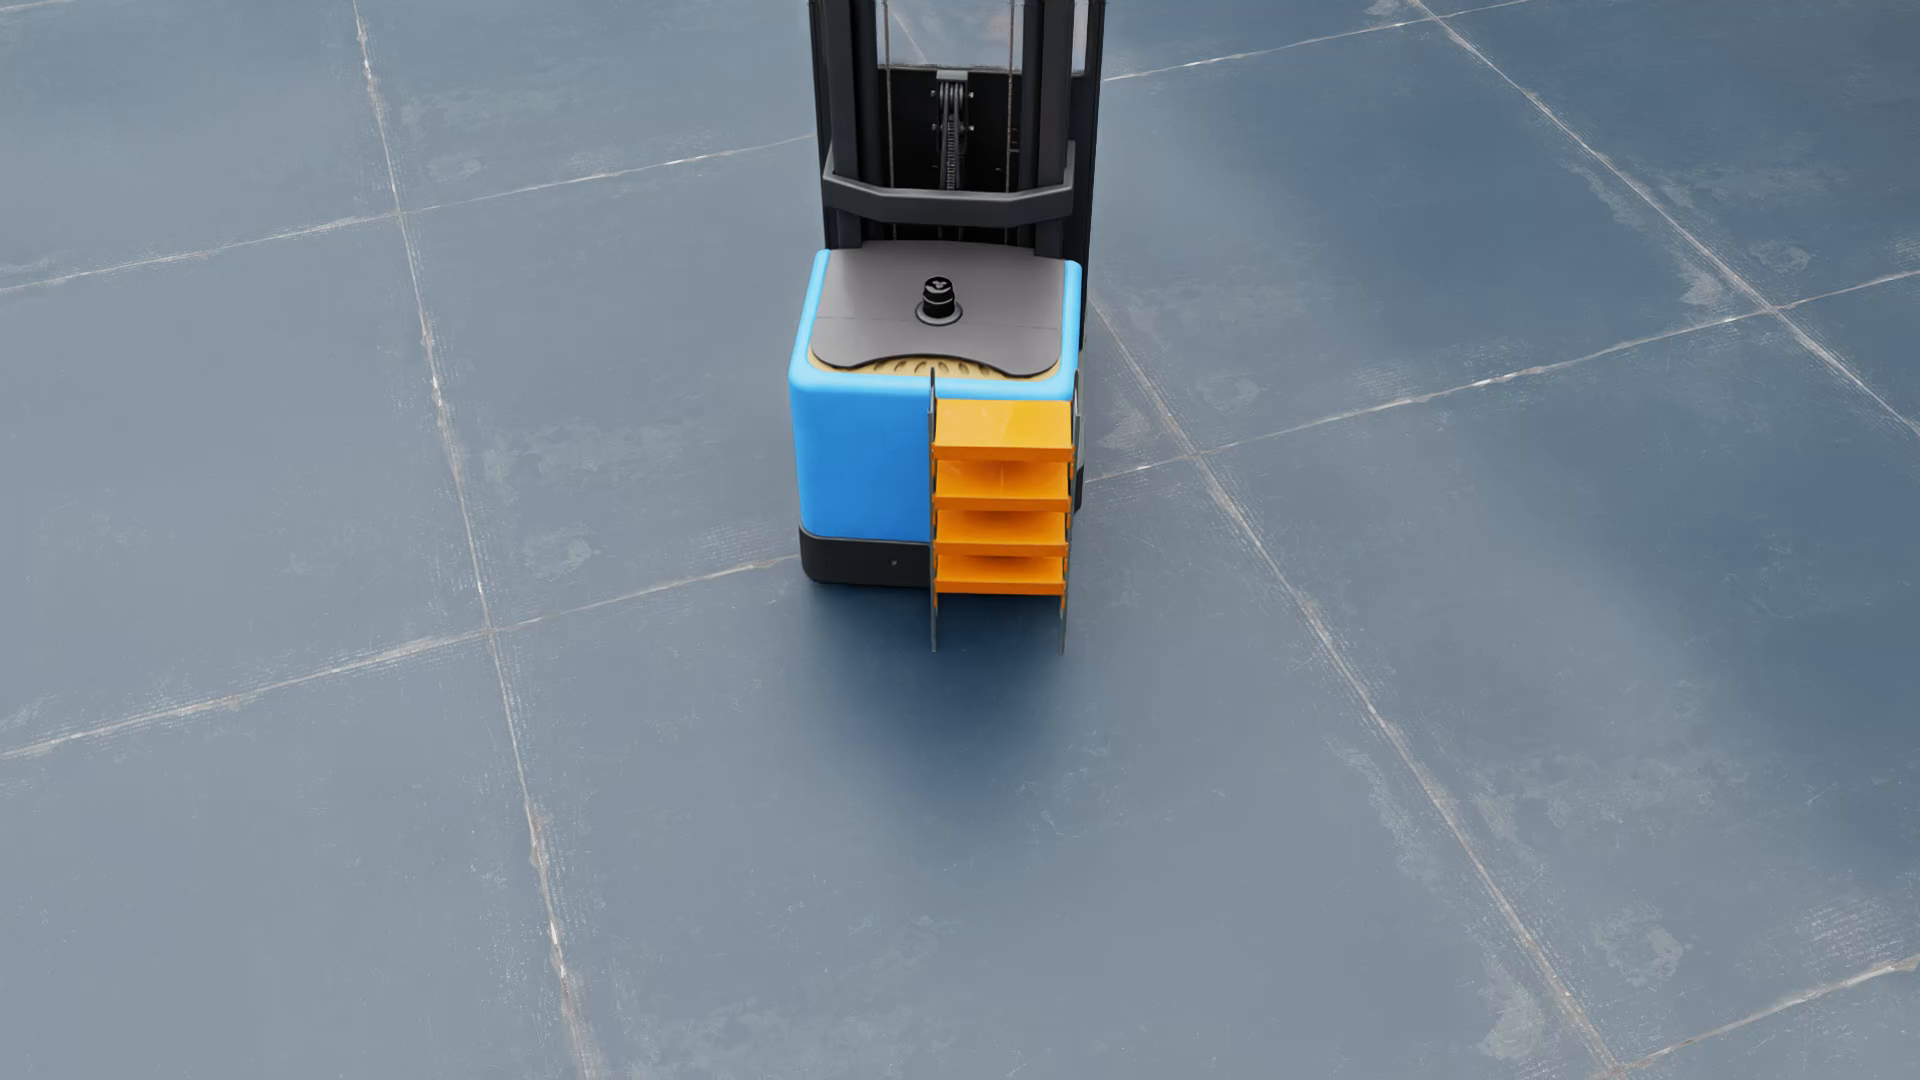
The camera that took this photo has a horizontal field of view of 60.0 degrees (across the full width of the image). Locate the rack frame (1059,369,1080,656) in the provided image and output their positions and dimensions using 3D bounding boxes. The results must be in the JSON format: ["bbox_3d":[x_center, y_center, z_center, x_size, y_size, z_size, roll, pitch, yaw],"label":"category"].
[{"bbox_3d":[0.392,-0.070,5.973,0.015,1.200,0.240,1,45,1],"label":"rack frame"}]

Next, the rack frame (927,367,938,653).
[{"bbox_3d":[-0.096,-0.080,5.983,0.015,1.200,0.240,1,45,1],"label":"rack frame"}]

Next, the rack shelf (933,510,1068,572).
[{"bbox_3d":[0.148,-0.028,6.025,0.480,0.148,0.258,1,45,1],"label":"rack shelf"}]

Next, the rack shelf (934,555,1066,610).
[{"bbox_3d":[0.148,0.113,6.166,0.480,0.148,0.258,1,45,1],"label":"rack shelf"}]

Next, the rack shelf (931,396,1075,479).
[{"bbox_3d":[0.148,-0.352,5.699,0.480,0.148,0.258,1,45,1],"label":"rack shelf"}]

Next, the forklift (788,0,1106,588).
[{"bbox_3d":[0.008,-1.866,6.541,1.130,2.935,3.031,3,45,3],"label":"forklift"}]

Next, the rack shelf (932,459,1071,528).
[{"bbox_3d":[0.148,-0.185,5.867,0.480,0.148,0.258,1,45,1],"label":"rack shelf"}]

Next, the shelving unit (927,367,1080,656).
[{"bbox_3d":[0.148,-0.075,5.978,0.503,1.200,0.258,1,45,1],"label":"shelving unit"}]
